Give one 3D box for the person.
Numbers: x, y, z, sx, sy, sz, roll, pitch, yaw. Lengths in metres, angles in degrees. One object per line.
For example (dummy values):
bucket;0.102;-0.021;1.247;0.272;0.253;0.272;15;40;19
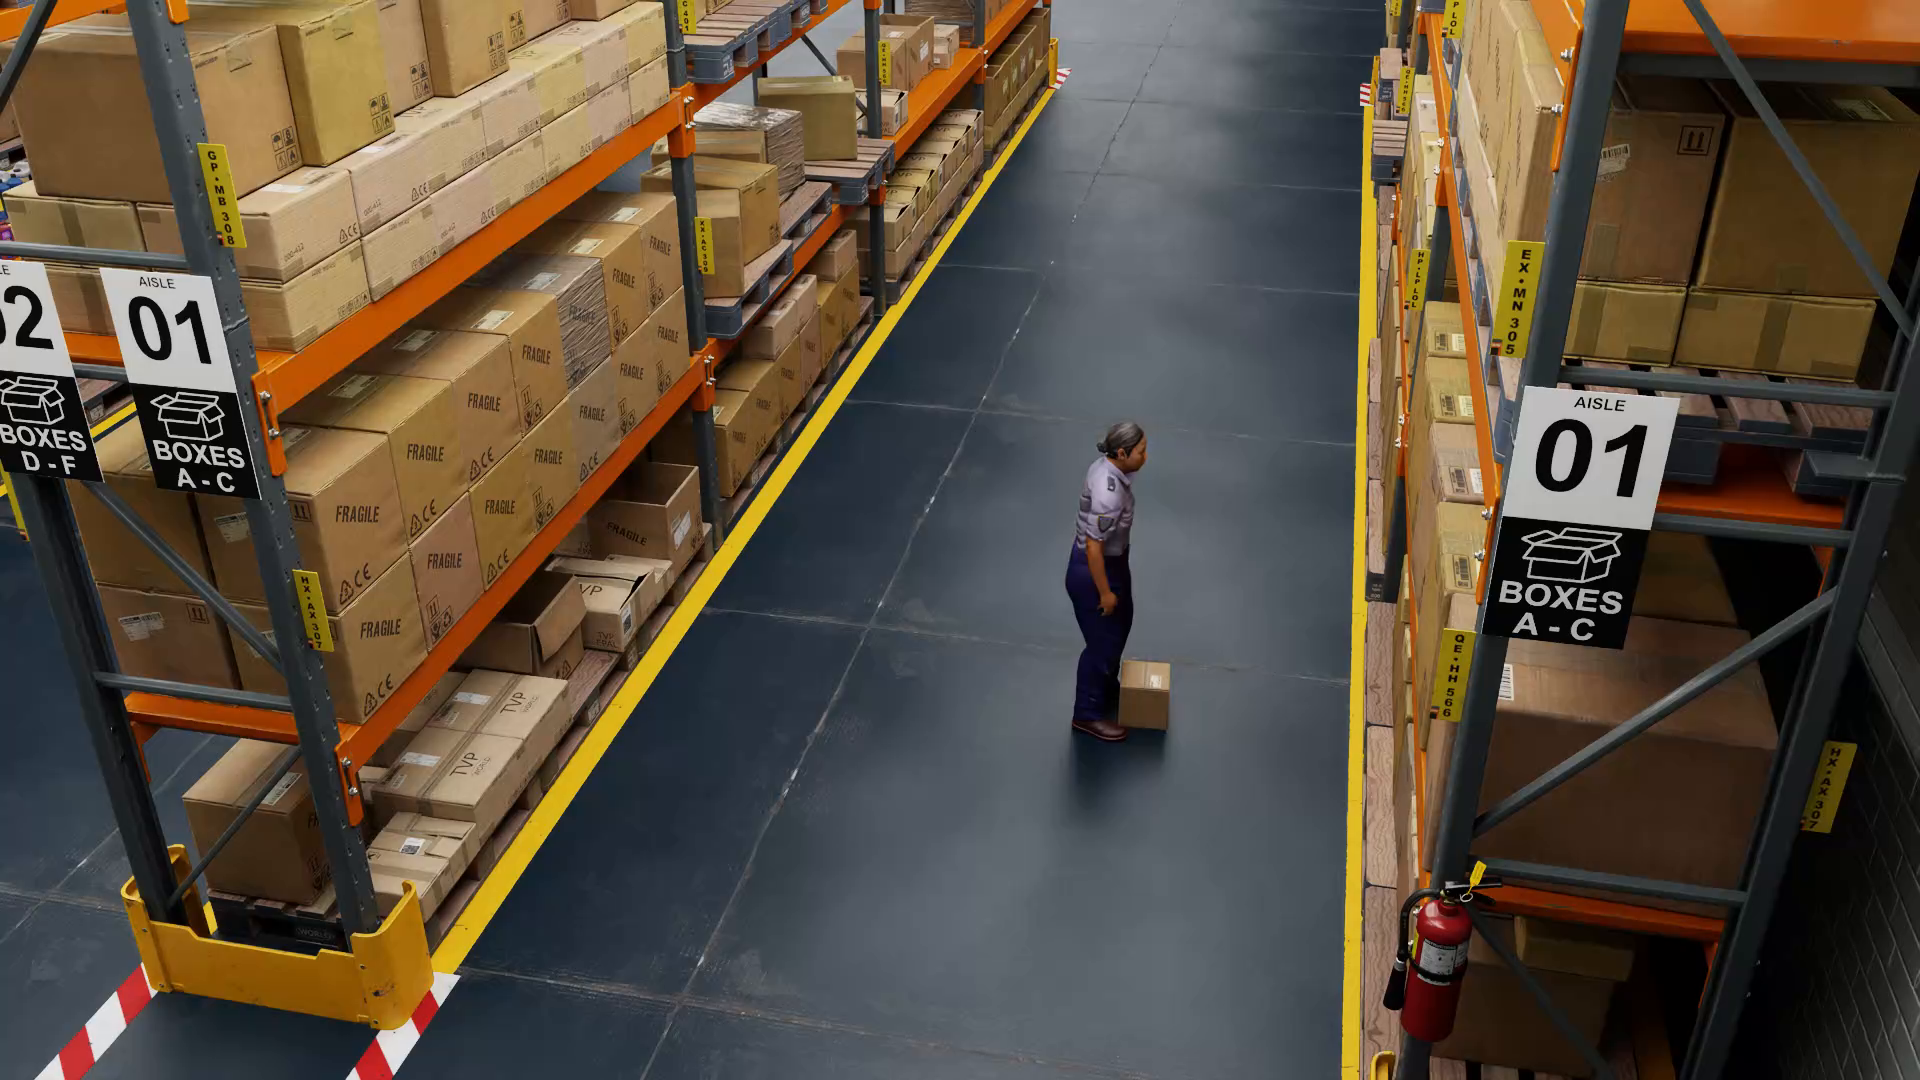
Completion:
person;0.745;0.178;8.314;0.415;1.637;0.550;5;29;10
